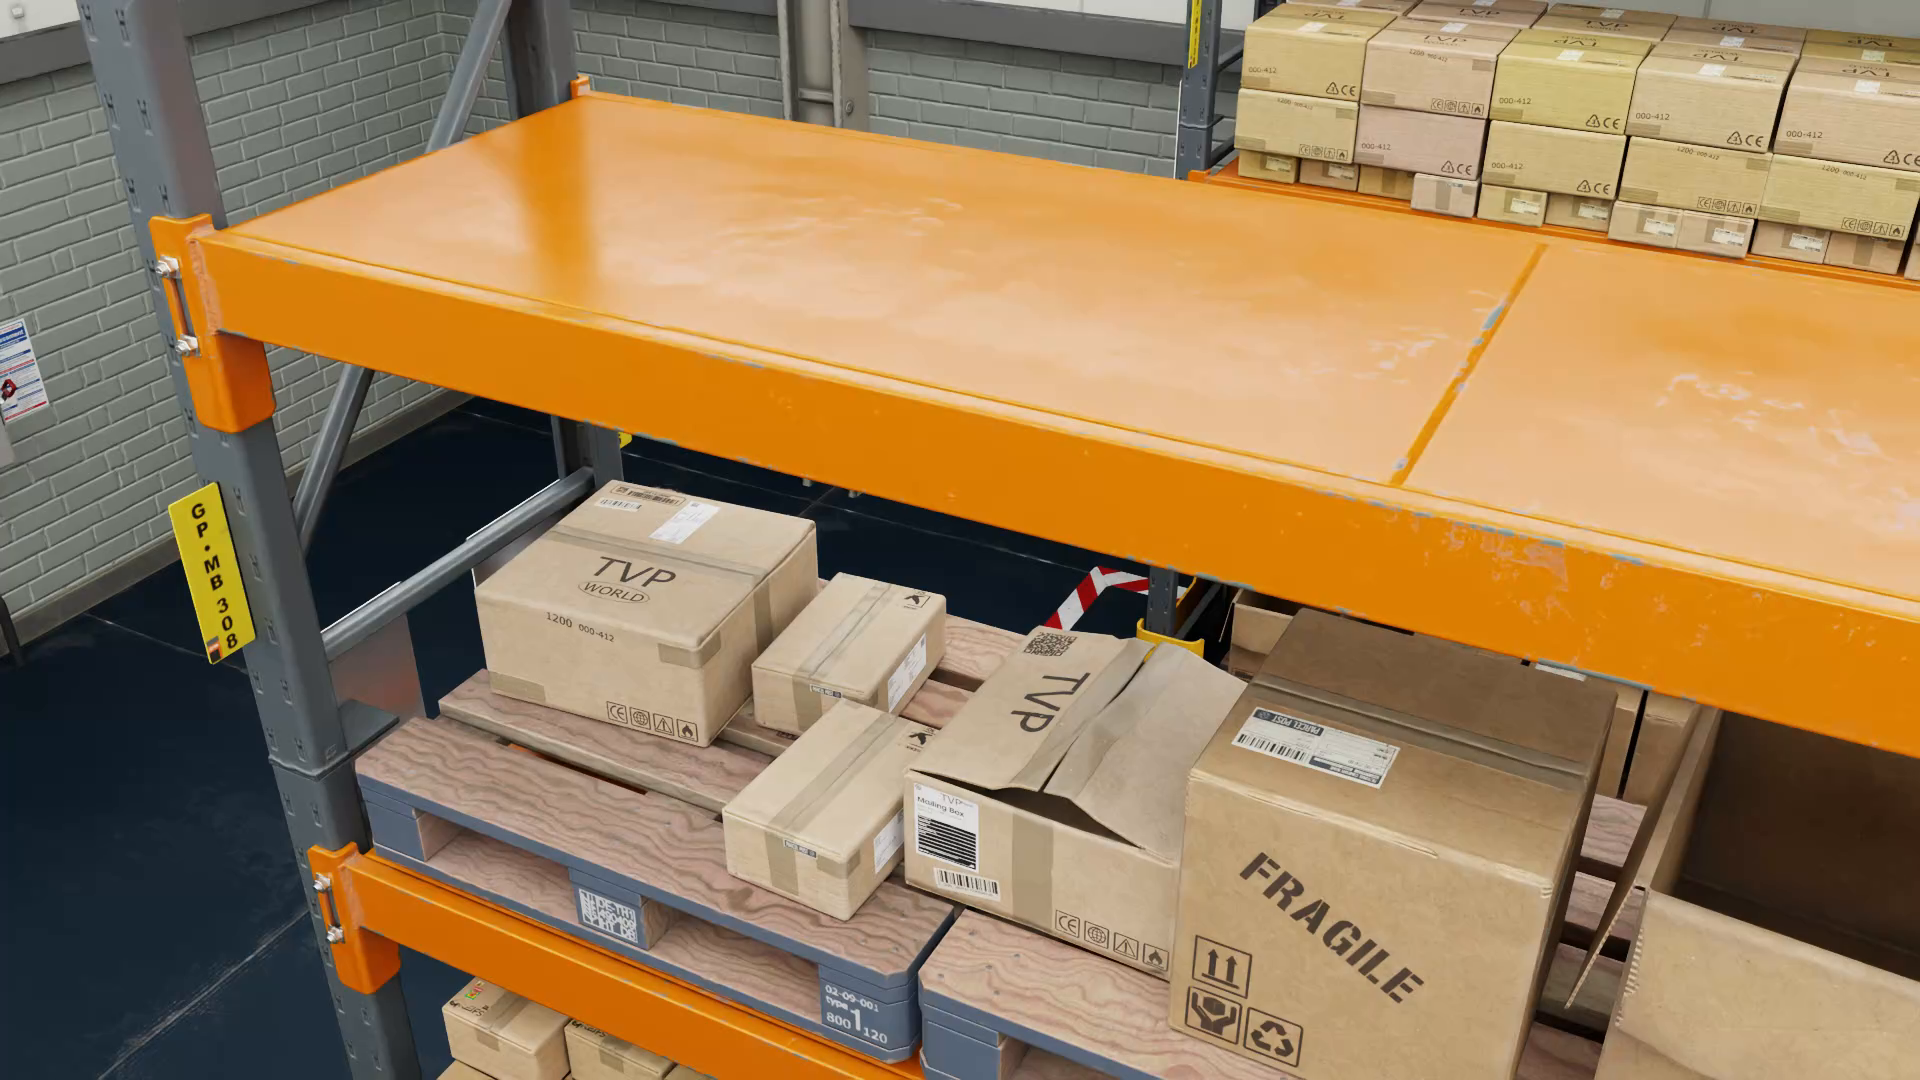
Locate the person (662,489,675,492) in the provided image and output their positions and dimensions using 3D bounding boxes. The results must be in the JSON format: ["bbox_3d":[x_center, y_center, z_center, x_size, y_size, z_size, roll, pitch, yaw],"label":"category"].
[{"bbox_3d":[-1.131,0.440,7.875,0.708,1.405,0.592,14,33,23],"label":"person"}]
